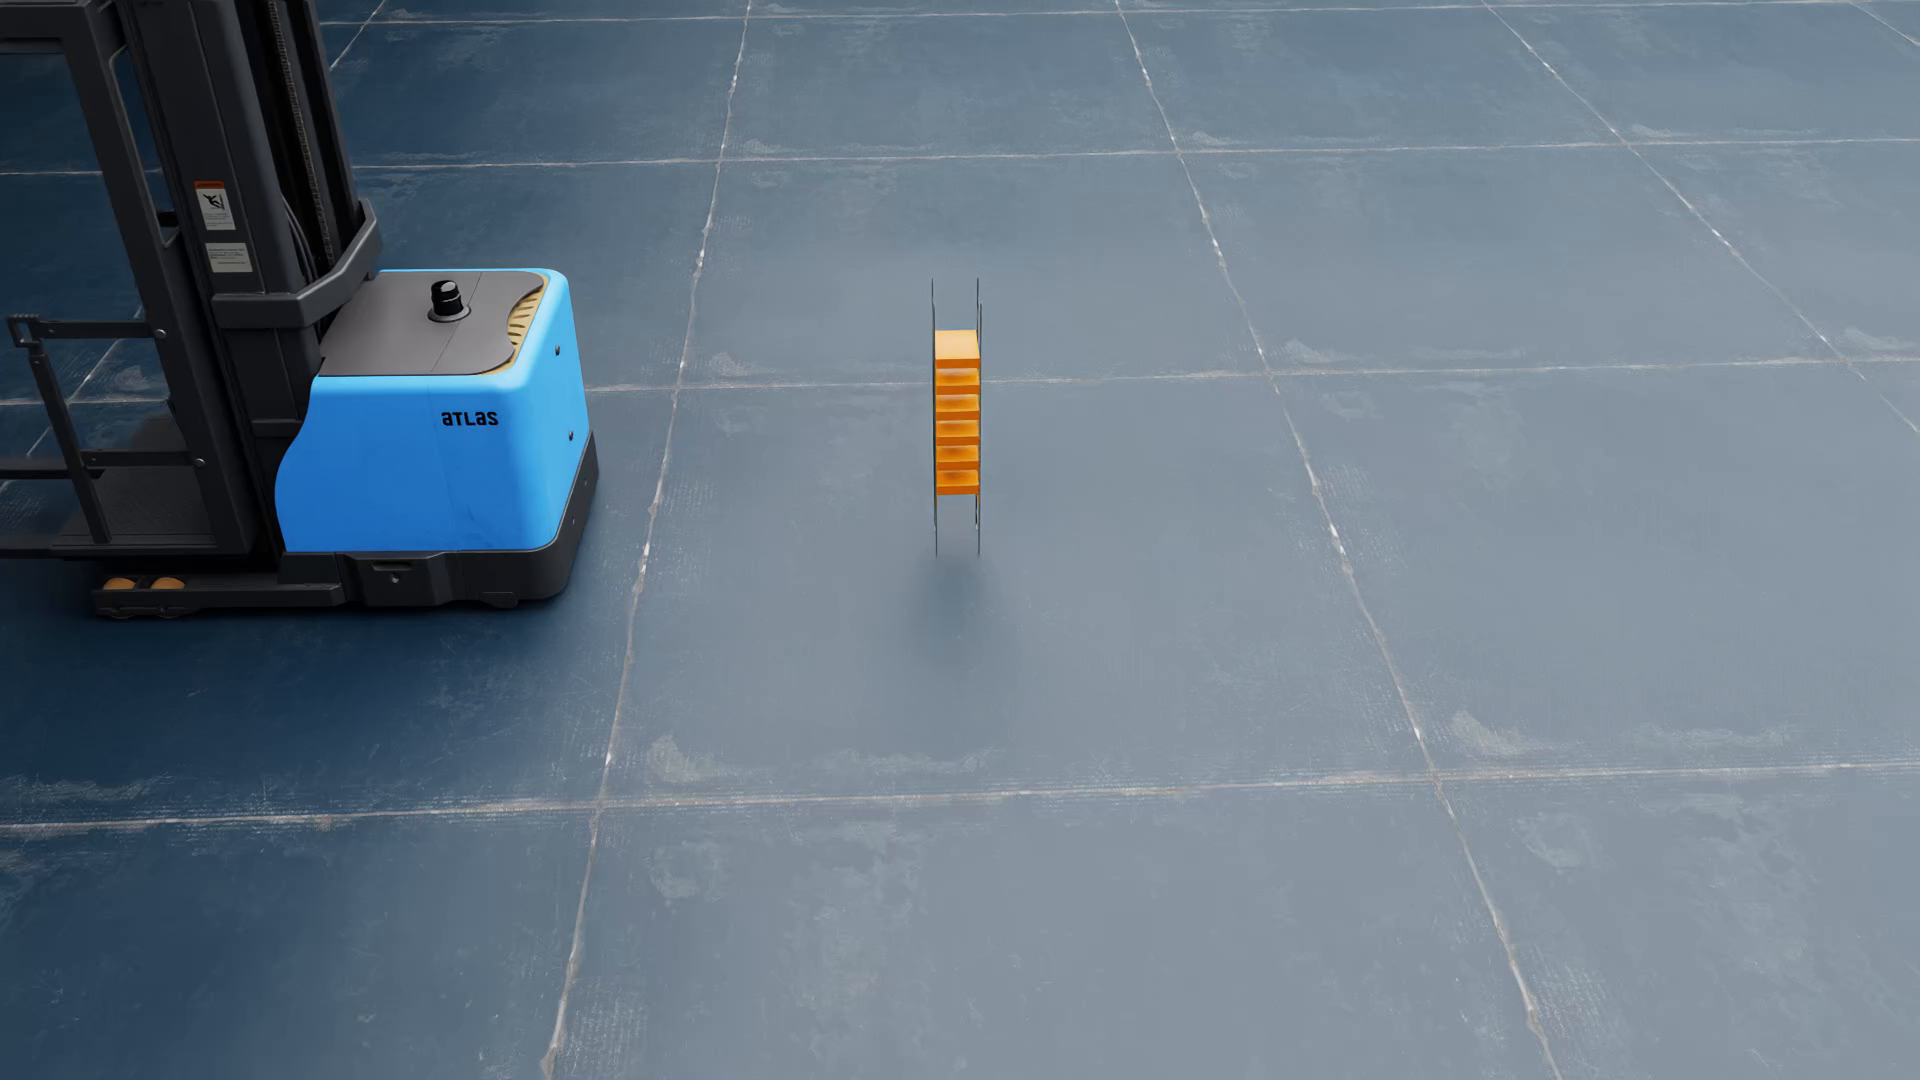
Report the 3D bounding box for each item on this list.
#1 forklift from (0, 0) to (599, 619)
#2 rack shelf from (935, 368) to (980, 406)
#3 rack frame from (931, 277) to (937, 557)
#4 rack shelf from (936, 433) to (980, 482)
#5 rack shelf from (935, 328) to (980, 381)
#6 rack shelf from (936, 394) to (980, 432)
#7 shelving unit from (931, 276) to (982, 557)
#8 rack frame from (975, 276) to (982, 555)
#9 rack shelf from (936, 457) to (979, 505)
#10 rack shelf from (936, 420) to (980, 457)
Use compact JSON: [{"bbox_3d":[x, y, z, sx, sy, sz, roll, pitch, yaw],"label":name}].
[{"bbox_3d":[-3.147,-1.188,6.391,3.031,2.935,1.130,-1,35,-1],"label":"forklift"},{"bbox_3d":[-0.014,-0.654,6.797,0.180,0.103,0.258,-2,35,-2],"label":"rack shelf"},{"bbox_3d":[-0.106,-0.491,6.904,0.006,1.200,0.240,-2,35,-2],"label":"rack frame"},{"bbox_3d":[-0.014,-0.358,7.002,0.180,0.103,0.258,-2,35,-2],"label":"rack shelf"},{"bbox_3d":[-0.014,-0.752,6.728,0.180,0.103,0.258,-2,35,-2],"label":"rack shelf"},{"bbox_3d":[-0.014,-0.555,6.865,0.180,0.103,0.258,-2,35,-2],"label":"rack shelf"},{"bbox_3d":[-0.014,-0.493,6.908,0.189,1.200,0.258,-2,35,-2],"label":"shelving unit"},{"bbox_3d":[0.077,-0.495,6.912,0.006,1.200,0.240,-2,35,-2],"label":"rack frame"},{"bbox_3d":[-0.014,-0.259,7.070,0.180,0.103,0.258,-2,35,-2],"label":"rack shelf"},{"bbox_3d":[-0.014,-0.456,6.933,0.180,0.103,0.258,-2,35,-2],"label":"rack shelf"}]
